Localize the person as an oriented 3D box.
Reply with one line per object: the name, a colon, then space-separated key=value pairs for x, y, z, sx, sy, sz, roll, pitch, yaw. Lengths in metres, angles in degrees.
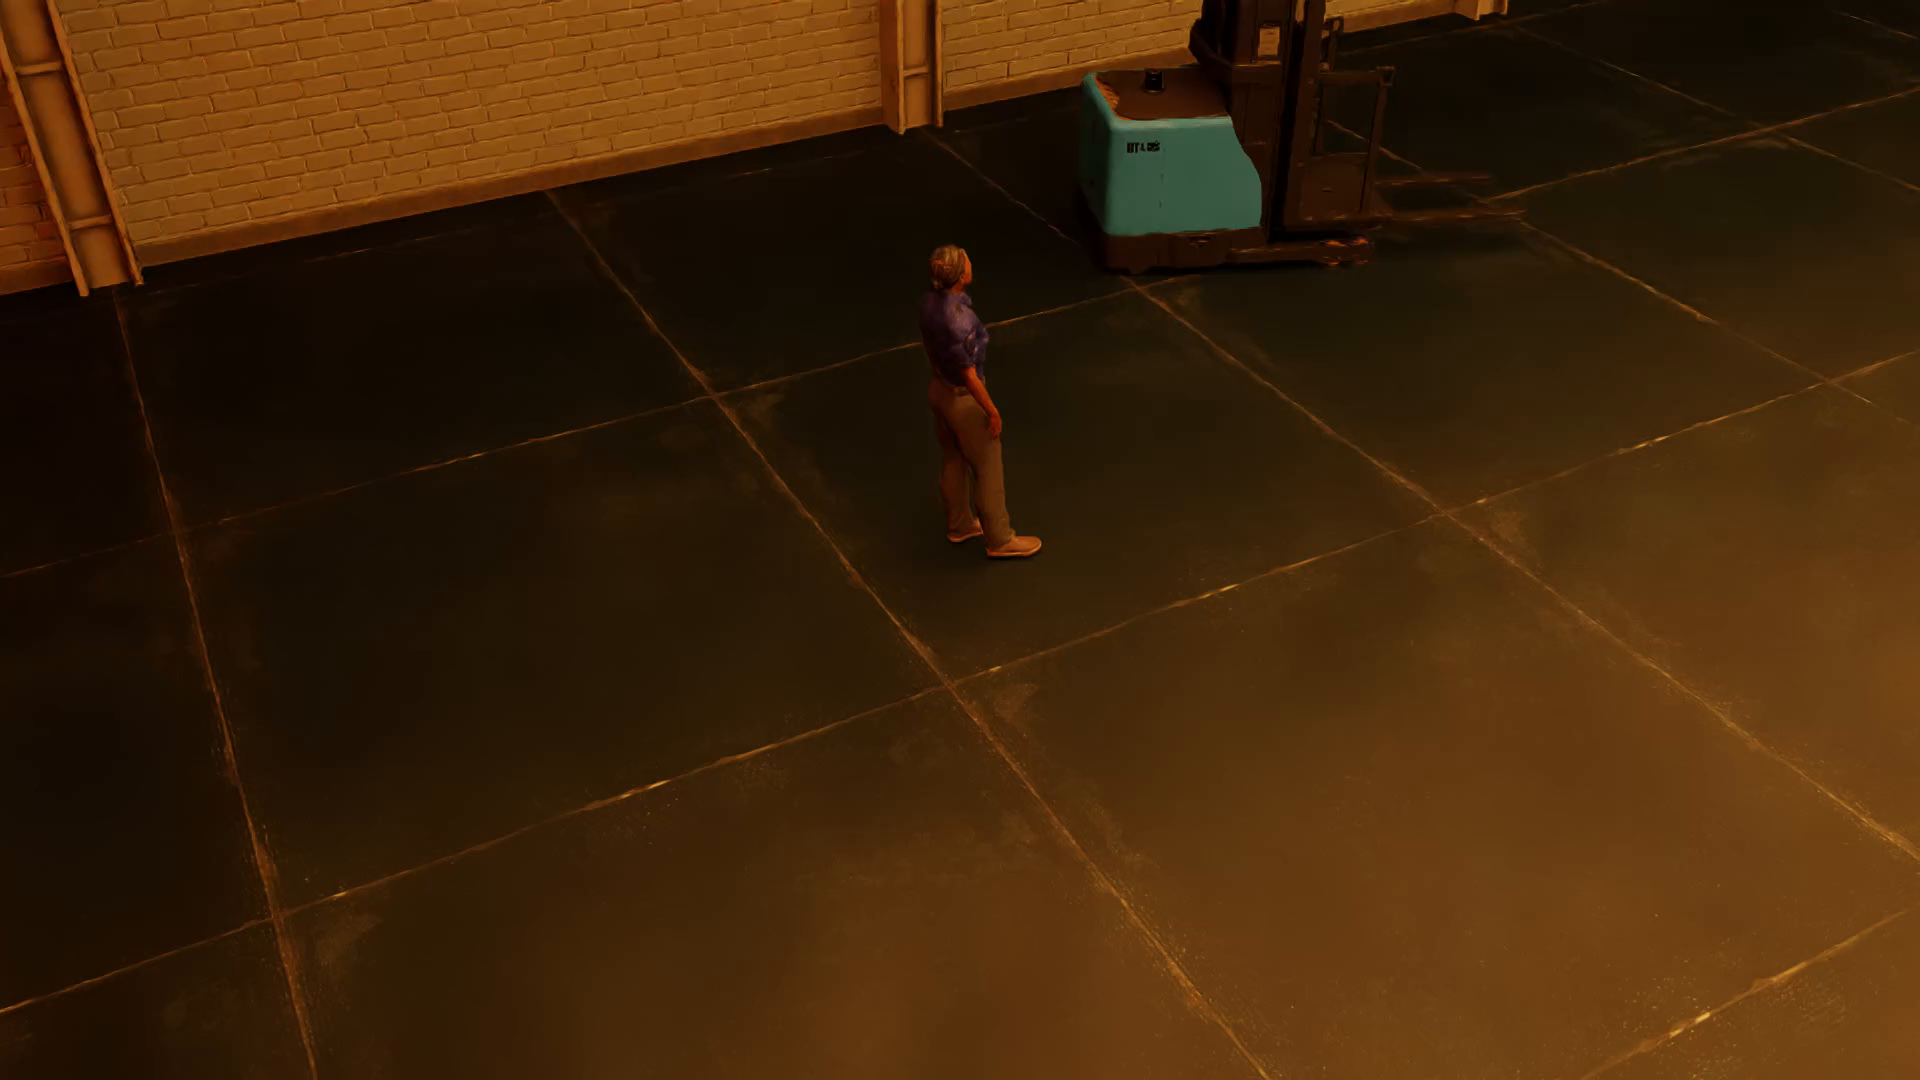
person: x=0.087 y=-0.695 z=8.200 sx=0.503 sy=1.654 sz=0.570 roll=-17 pitch=39 yaw=-23

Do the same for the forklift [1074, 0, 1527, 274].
forklift: x=2.374 y=-3.358 z=10.873 sx=3.031 sy=2.935 sz=1.130 roll=-5 pitch=36 yaw=-7
